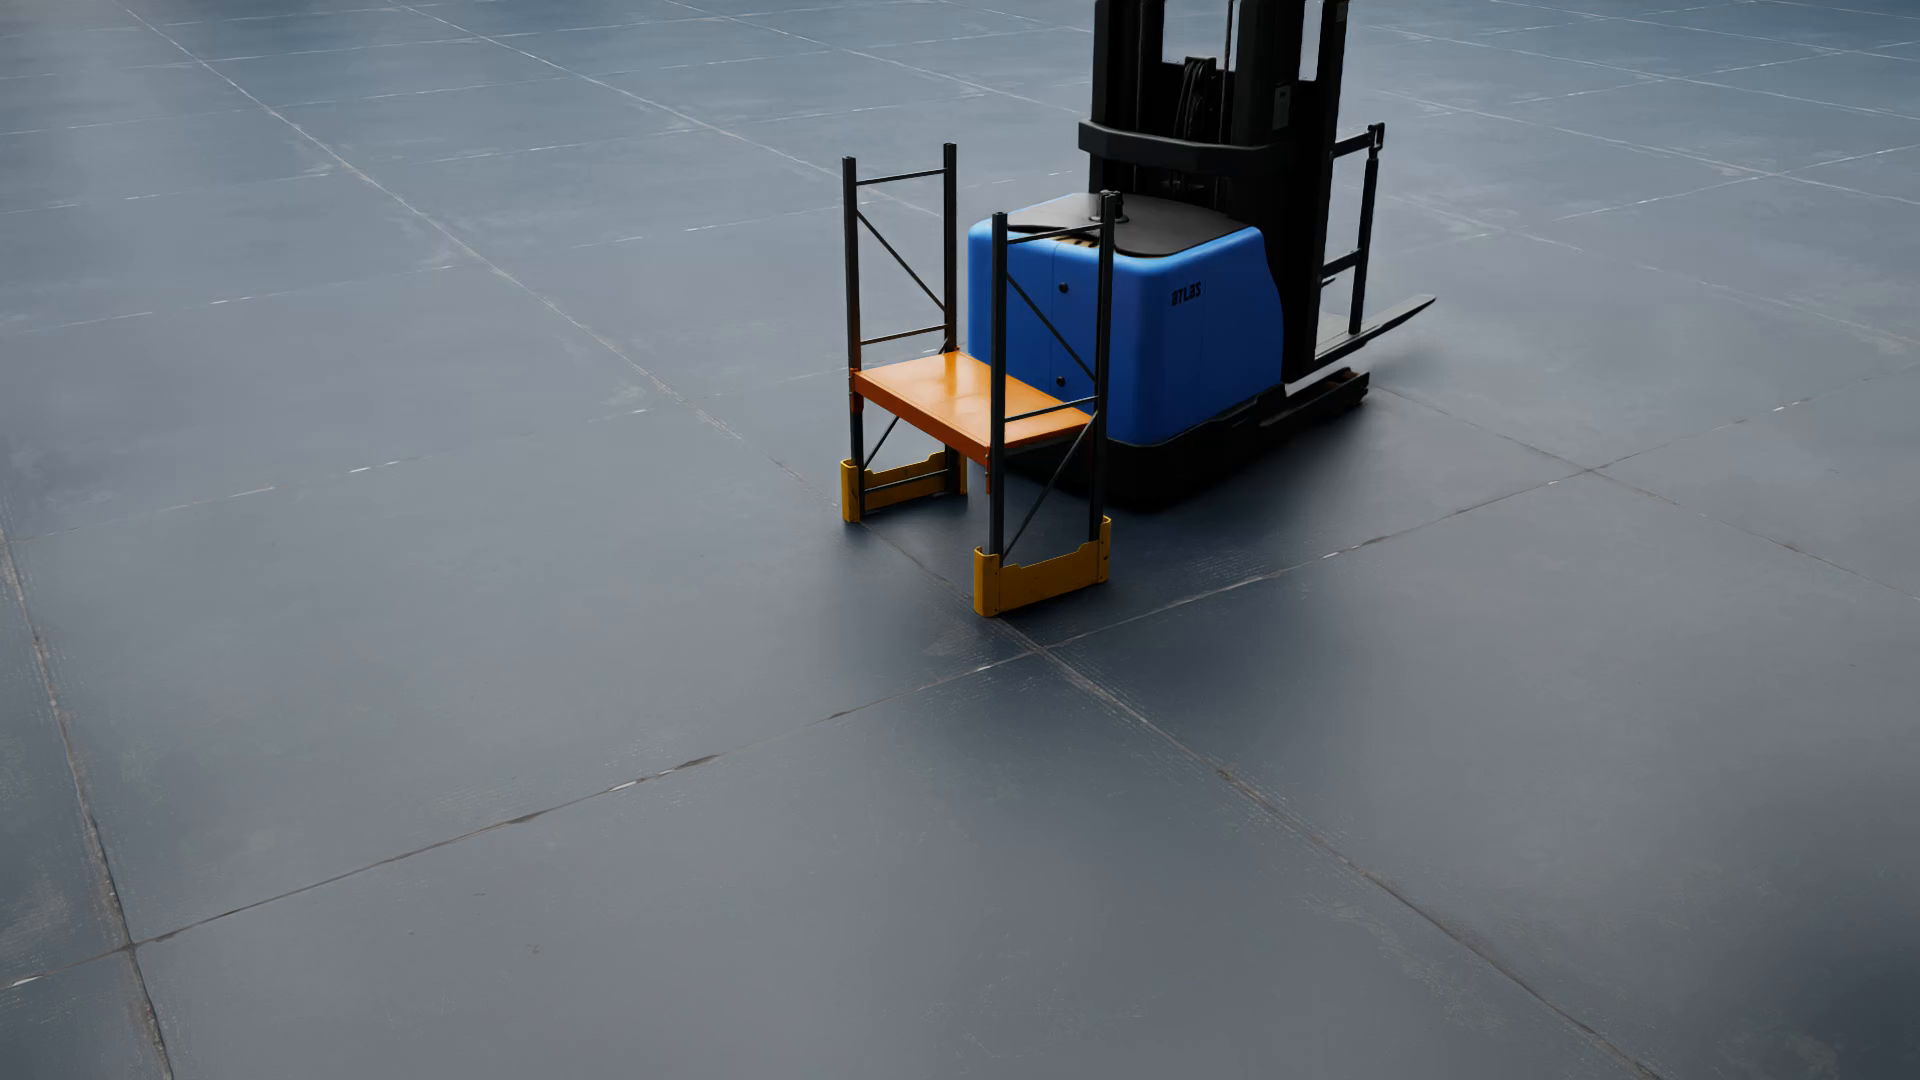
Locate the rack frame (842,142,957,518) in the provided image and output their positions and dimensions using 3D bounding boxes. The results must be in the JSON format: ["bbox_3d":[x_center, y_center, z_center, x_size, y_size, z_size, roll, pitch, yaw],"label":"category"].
[{"bbox_3d":[-0.231,-0.830,6.750,0.500,1.500,0.032,-16,29,-30],"label":"rack frame"}]

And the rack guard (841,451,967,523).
[{"bbox_3d":[-0.230,-0.264,7.016,0.587,0.250,0.087,-16,29,-30],"label":"rack guard"}]

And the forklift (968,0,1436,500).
[{"bbox_3d":[1.354,-2.046,7.651,1.130,2.935,3.031,20,32,36],"label":"forklift"}]

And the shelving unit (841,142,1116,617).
[{"bbox_3d":[0.042,-0.651,6.372,0.587,1.500,1.083,-16,29,-30],"label":"shelving unit"}]

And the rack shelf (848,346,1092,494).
[{"bbox_3d":[0.047,-0.485,6.442,0.538,0.185,1.000,-16,29,-30],"label":"rack shelf"}]

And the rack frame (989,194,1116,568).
[{"bbox_3d":[0.324,-0.466,5.980,0.500,1.500,0.032,-16,29,-30],"label":"rack frame"}]

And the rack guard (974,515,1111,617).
[{"bbox_3d":[0.313,0.092,6.262,0.587,0.250,0.087,-16,29,-30],"label":"rack guard"}]
